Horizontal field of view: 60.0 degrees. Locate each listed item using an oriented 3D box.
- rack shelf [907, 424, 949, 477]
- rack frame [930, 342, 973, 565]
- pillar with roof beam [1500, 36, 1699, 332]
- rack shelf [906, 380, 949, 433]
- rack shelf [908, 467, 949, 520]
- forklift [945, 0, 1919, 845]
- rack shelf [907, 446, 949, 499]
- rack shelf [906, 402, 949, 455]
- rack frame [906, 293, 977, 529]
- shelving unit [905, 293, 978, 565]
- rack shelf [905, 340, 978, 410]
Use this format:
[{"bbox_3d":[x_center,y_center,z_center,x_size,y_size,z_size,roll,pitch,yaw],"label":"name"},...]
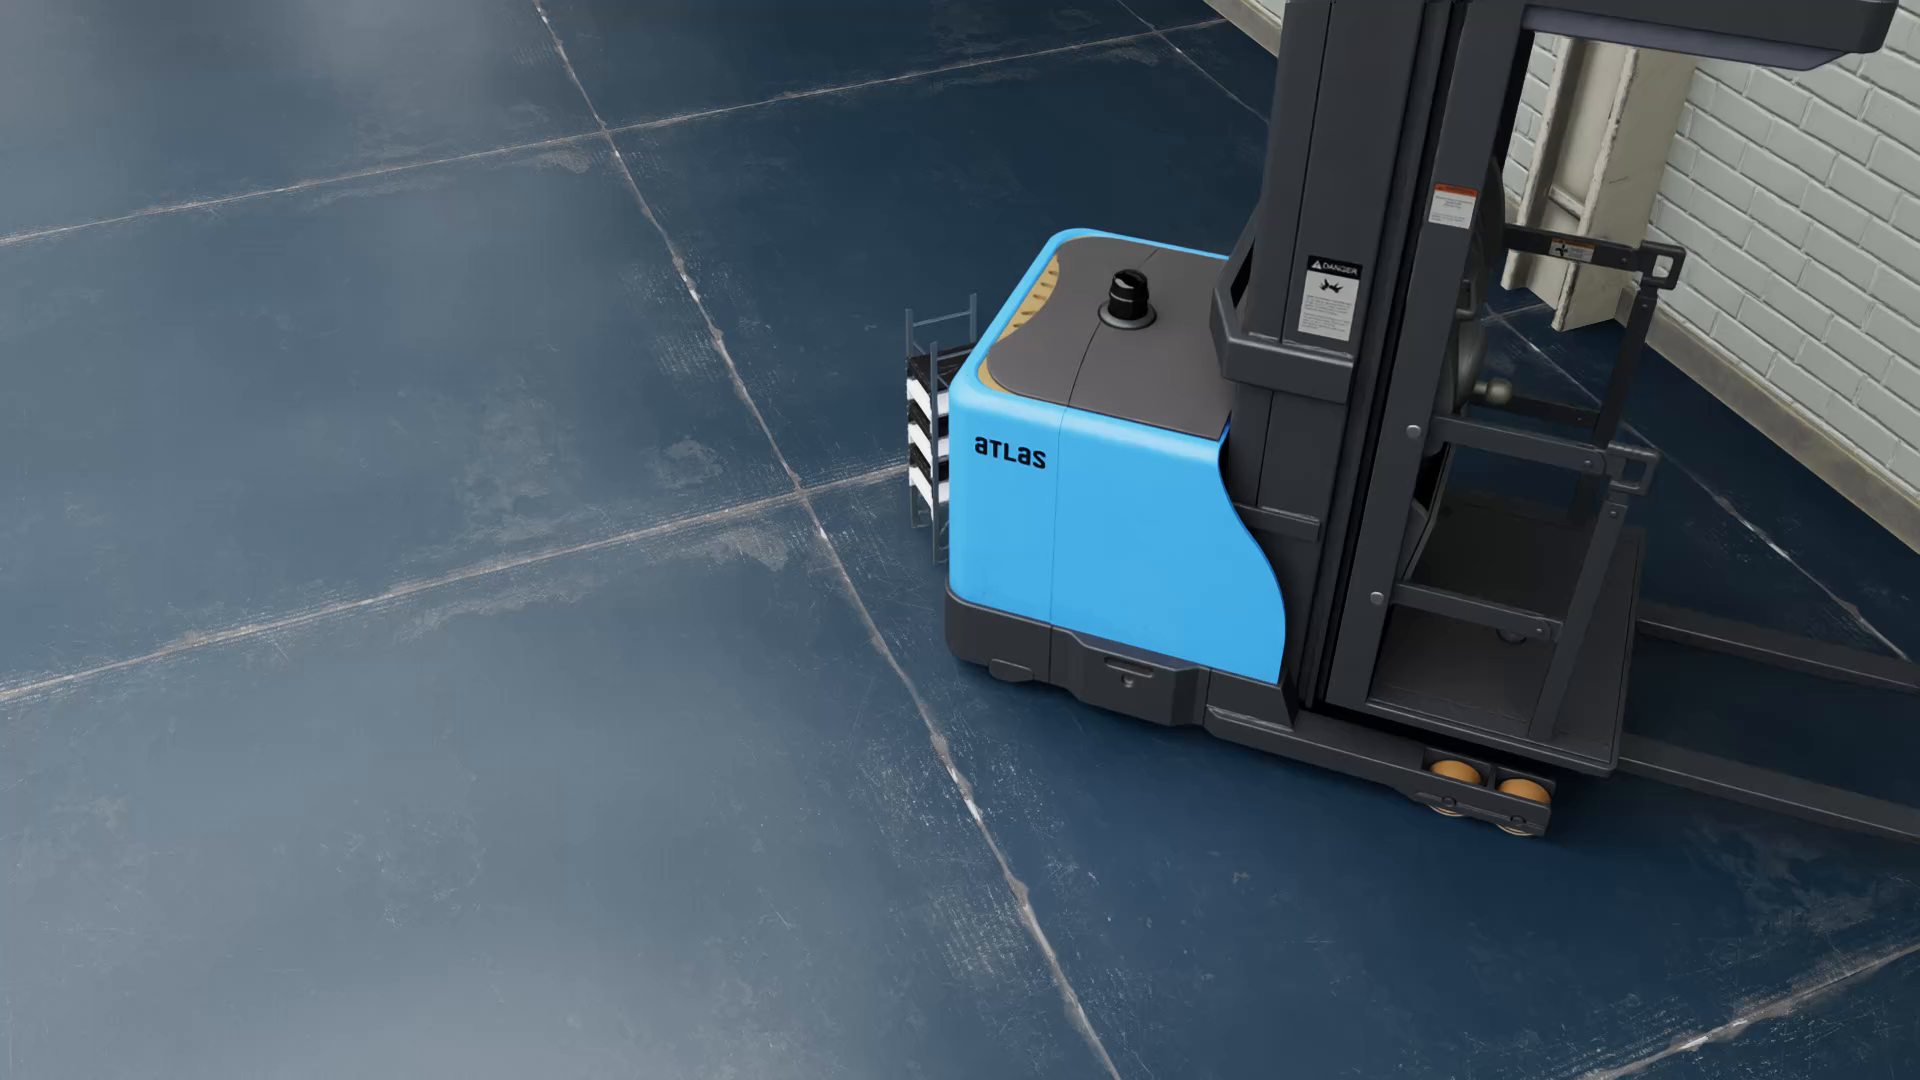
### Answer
[{"bbox_3d":[-0.019,-0.324,5.488,0.258,0.077,0.200,-15,43,-17],"label":"rack shelf"},{"bbox_3d":[0.021,-0.288,5.395,0.240,0.900,0.006,-15,43,-17],"label":"rack frame"},{"bbox_3d":[-1.487,-3.337,2.729,9.100,9.000,0.400,-15,43,-17],"label":"pillar with roof beam"},{"bbox_3d":[-0.019,-0.460,5.370,0.258,0.077,0.200,-15,43,-17],"label":"rack shelf"},{"bbox_3d":[-0.019,-0.188,5.605,0.258,0.077,0.200,-15,43,-17],"label":"rack shelf"},{"bbox_3d":[1.523,-0.660,4.269,3.031,2.935,1.130,14,43,16],"label":"forklift"},{"bbox_3d":[-0.019,-0.256,5.546,0.258,0.077,0.200,-15,43,-17],"label":"rack shelf"},{"bbox_3d":[-0.019,-0.392,5.429,0.258,0.077,0.200,-15,43,-17],"label":"rack shelf"},{"bbox_3d":[-0.058,-0.410,5.537,0.240,0.900,0.006,-15,43,-17],"label":"rack frame"},{"bbox_3d":[-0.019,-0.349,5.466,0.258,0.900,0.210,-15,43,-17],"label":"shelving unit"},{"bbox_3d":[-0.019,-0.529,5.312,0.258,0.077,0.200,-15,43,-17],"label":"rack shelf"}]
